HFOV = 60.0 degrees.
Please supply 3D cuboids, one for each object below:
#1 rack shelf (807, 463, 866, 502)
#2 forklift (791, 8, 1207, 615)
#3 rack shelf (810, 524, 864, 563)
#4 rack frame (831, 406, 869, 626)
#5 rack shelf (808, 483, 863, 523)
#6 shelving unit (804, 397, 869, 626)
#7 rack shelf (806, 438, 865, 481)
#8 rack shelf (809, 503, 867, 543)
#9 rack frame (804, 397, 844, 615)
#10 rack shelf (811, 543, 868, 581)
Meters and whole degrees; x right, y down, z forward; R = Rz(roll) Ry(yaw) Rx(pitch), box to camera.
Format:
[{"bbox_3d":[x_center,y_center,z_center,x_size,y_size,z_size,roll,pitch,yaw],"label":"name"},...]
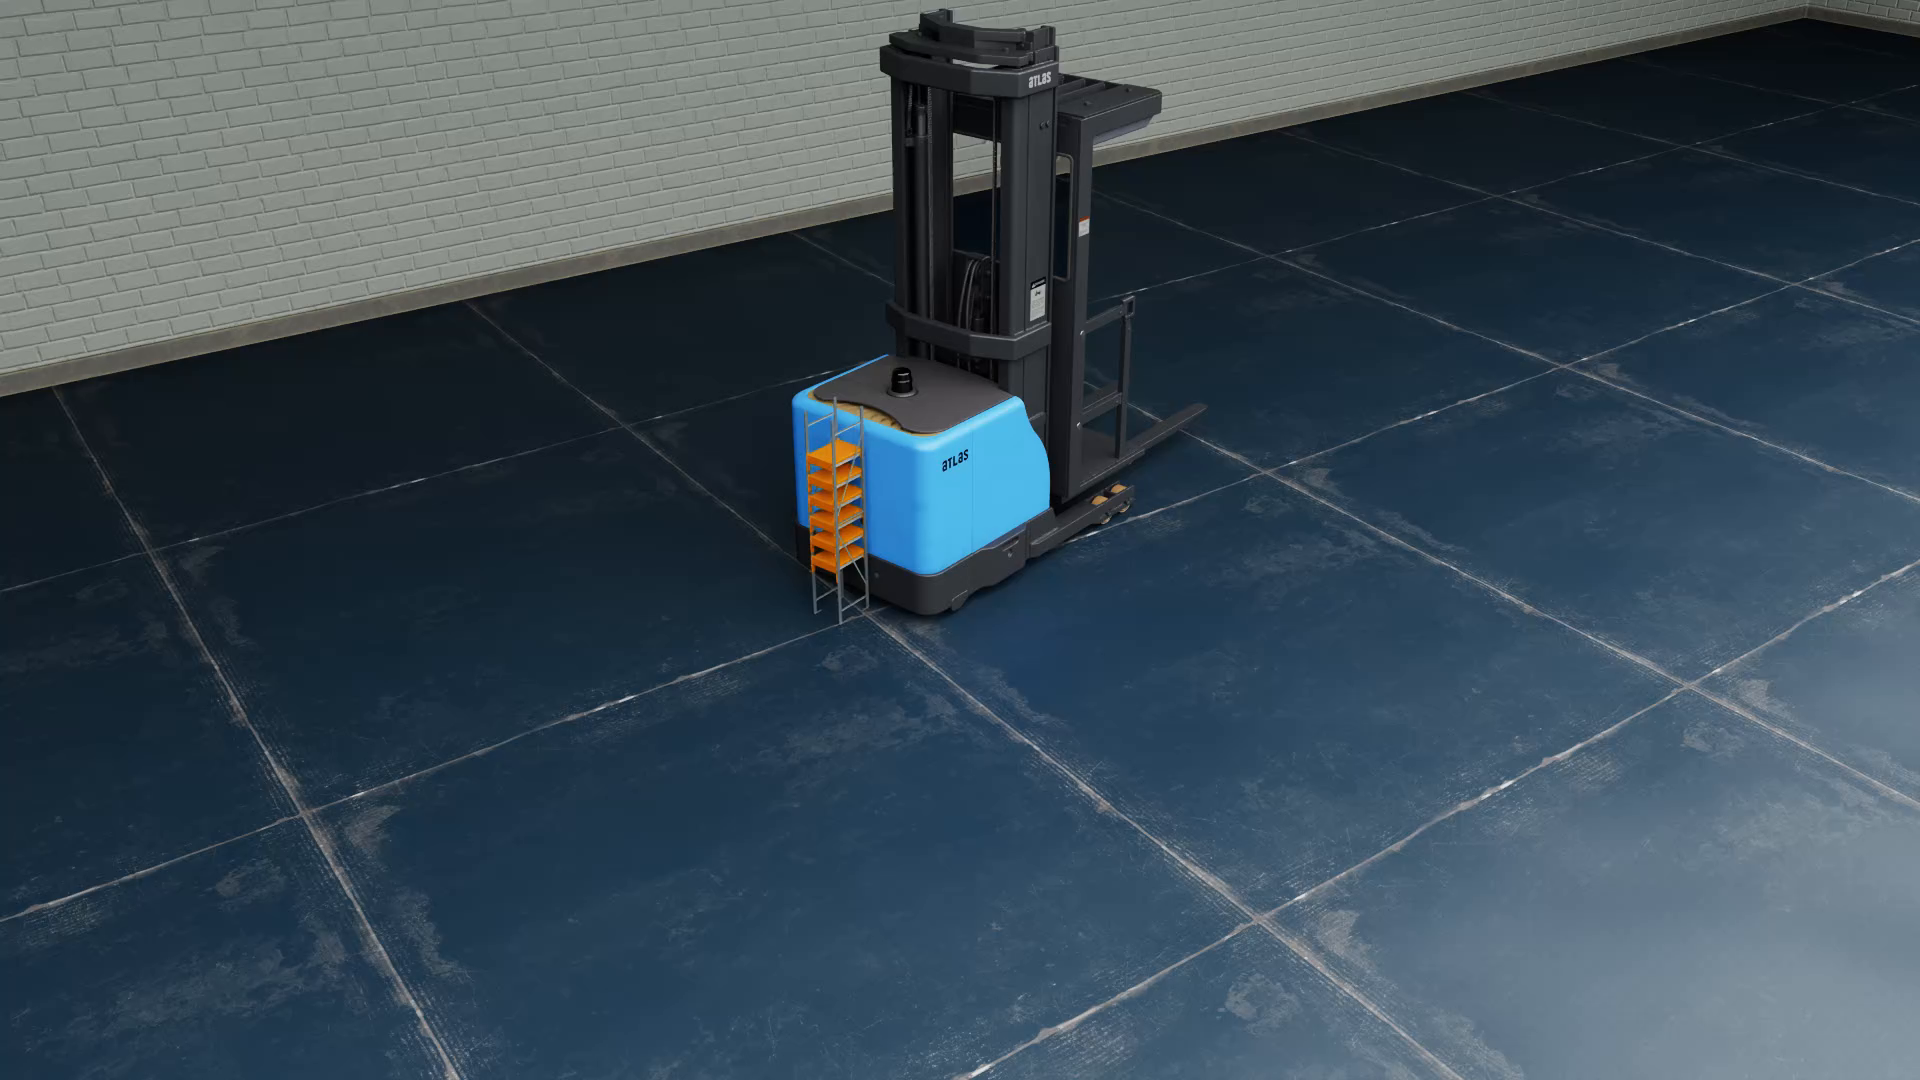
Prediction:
[{"bbox_3d":[-0.644,-0.313,8.659,0.180,0.103,0.258,21,35,33],"label":"rack shelf"},{"bbox_3d":[0.402,-1.520,9.477,1.130,2.935,3.031,22,35,34],"label":"forklift"},{"bbox_3d":[-0.644,0.003,8.831,0.180,0.103,0.258,21,35,33],"label":"rack shelf"},{"bbox_3d":[-0.572,-0.114,8.703,0.006,1.200,0.240,21,35,33],"label":"rack frame"},{"bbox_3d":[-0.644,-0.208,8.717,0.180,0.103,0.258,21,35,33],"label":"rack shelf"},{"bbox_3d":[-0.644,-0.141,8.753,0.189,1.200,0.258,21,35,33],"label":"shelving unit"},{"bbox_3d":[-0.644,-0.419,8.602,0.180,0.103,0.258,21,35,33],"label":"rack shelf"},{"bbox_3d":[-0.644,-0.102,8.774,0.180,0.103,0.258,21,35,33],"label":"rack shelf"},{"bbox_3d":[-0.716,-0.168,8.803,0.006,1.200,0.240,21,35,33],"label":"rack frame"},{"bbox_3d":[-0.644,0.109,8.889,0.180,0.103,0.258,21,35,33],"label":"rack shelf"}]
